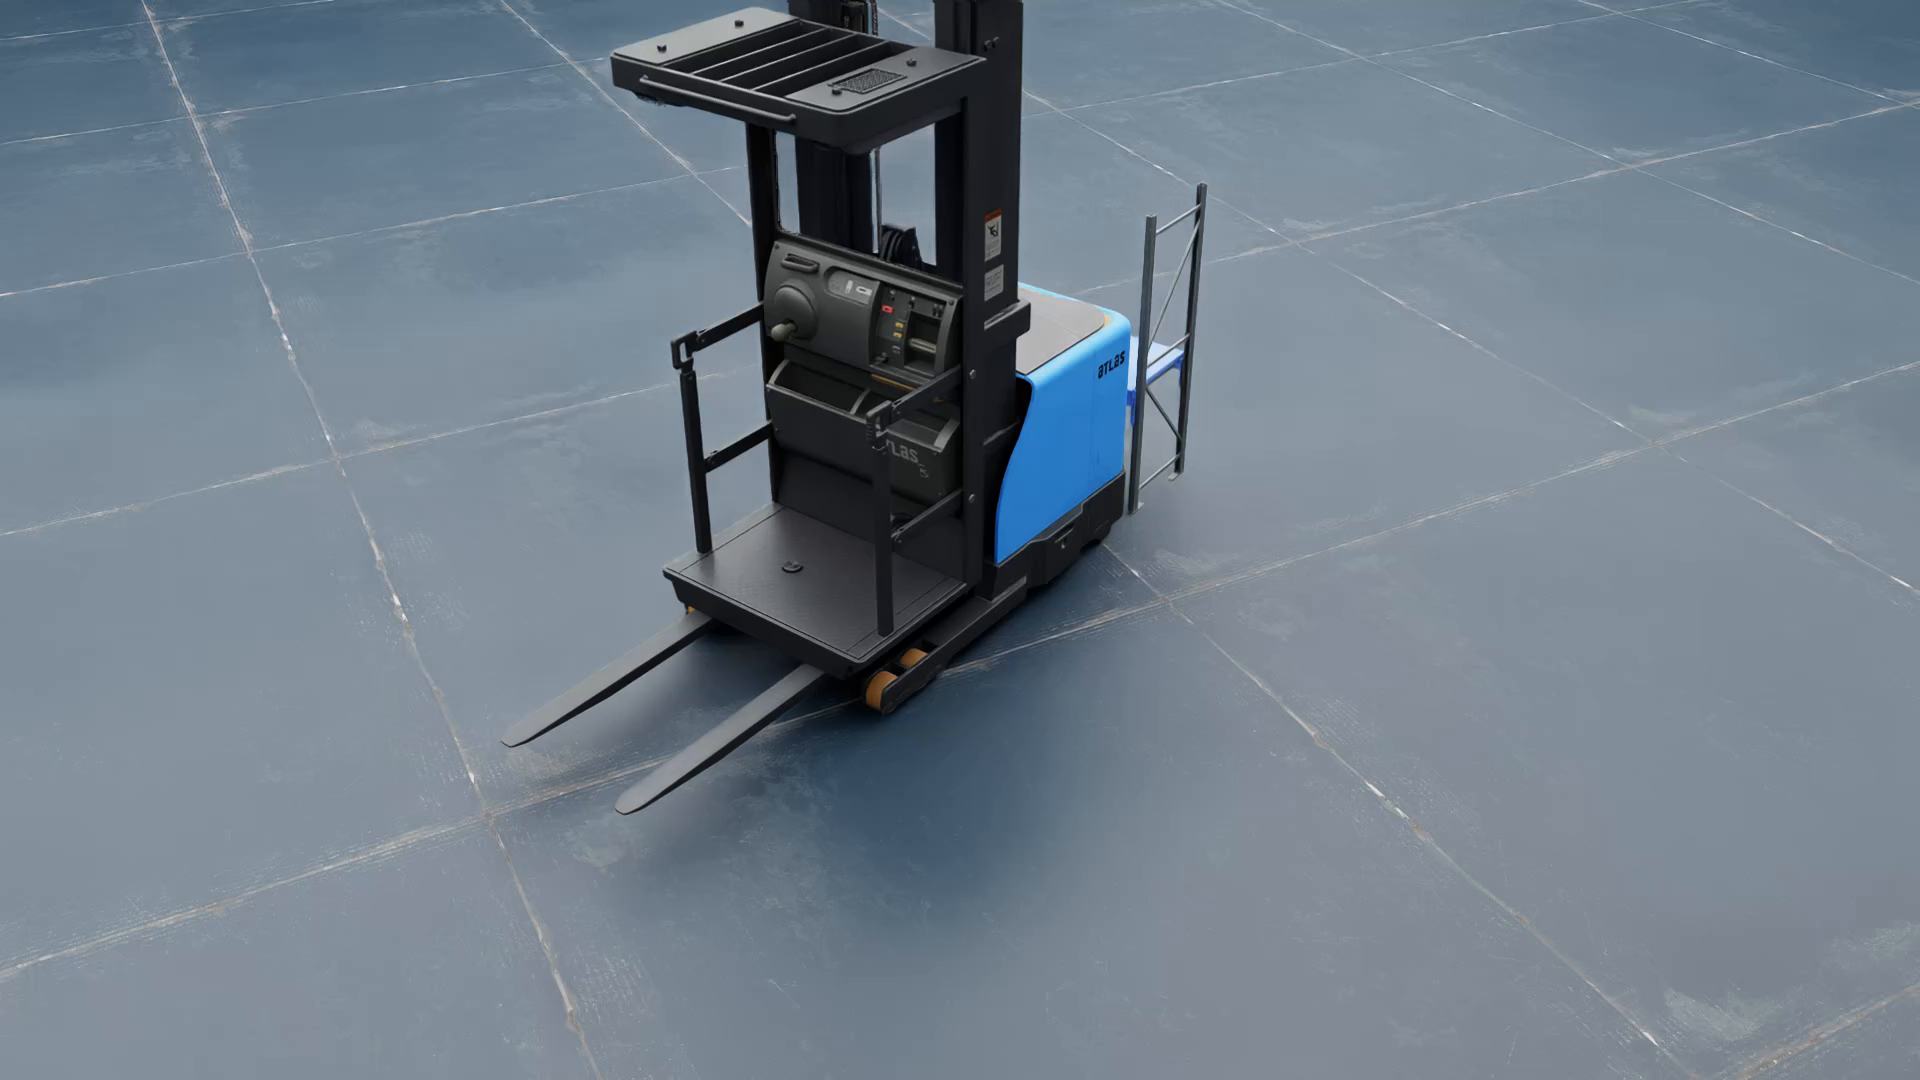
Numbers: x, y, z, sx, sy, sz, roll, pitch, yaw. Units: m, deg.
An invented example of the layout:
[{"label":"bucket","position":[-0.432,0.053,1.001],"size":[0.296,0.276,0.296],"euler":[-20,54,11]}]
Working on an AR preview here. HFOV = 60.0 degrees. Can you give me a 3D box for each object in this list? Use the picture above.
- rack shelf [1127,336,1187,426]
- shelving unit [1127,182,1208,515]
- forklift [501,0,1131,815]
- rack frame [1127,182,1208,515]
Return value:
[{"label":"rack shelf","position":[0.542,-0.874,8.057],"size":[1.000,0.185,0.538],"euler":[21,38,29]},{"label":"shelving unit","position":[0.542,-1.025,7.960],"size":[1.048,1.500,0.538],"euler":[21,38,29]},{"label":"forklift","position":[-0.524,-0.841,6.346],"size":[1.130,2.935,3.031],"euler":[22,39,31]},{"label":"rack frame","position":[0.957,-0.867,7.712],"size":[0.032,1.500,0.500],"euler":[21,38,29]}]
